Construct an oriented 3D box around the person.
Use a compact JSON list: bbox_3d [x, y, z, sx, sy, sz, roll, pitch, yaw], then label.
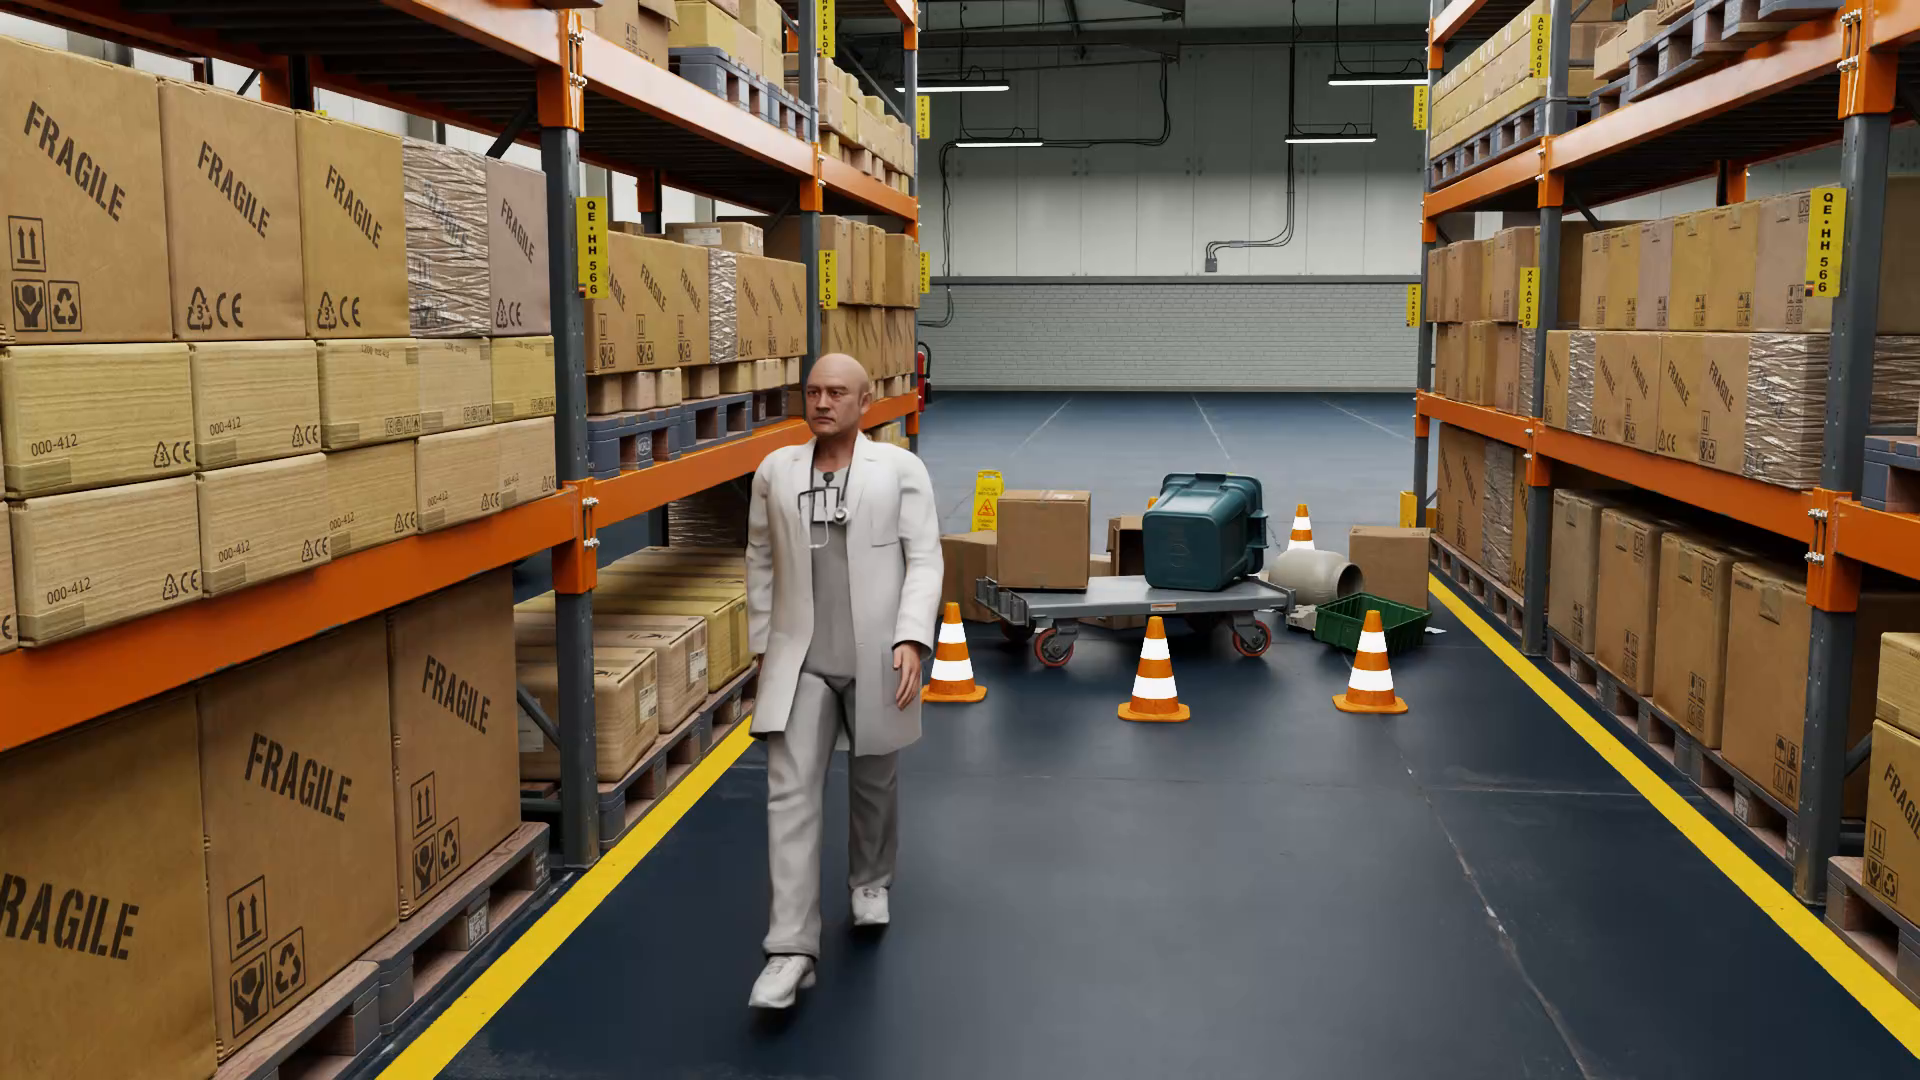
[{"bbox_3d":[-0.350,0.344,4.669,0.601,1.724,1.084,1,7,5],"label":"person"}]
